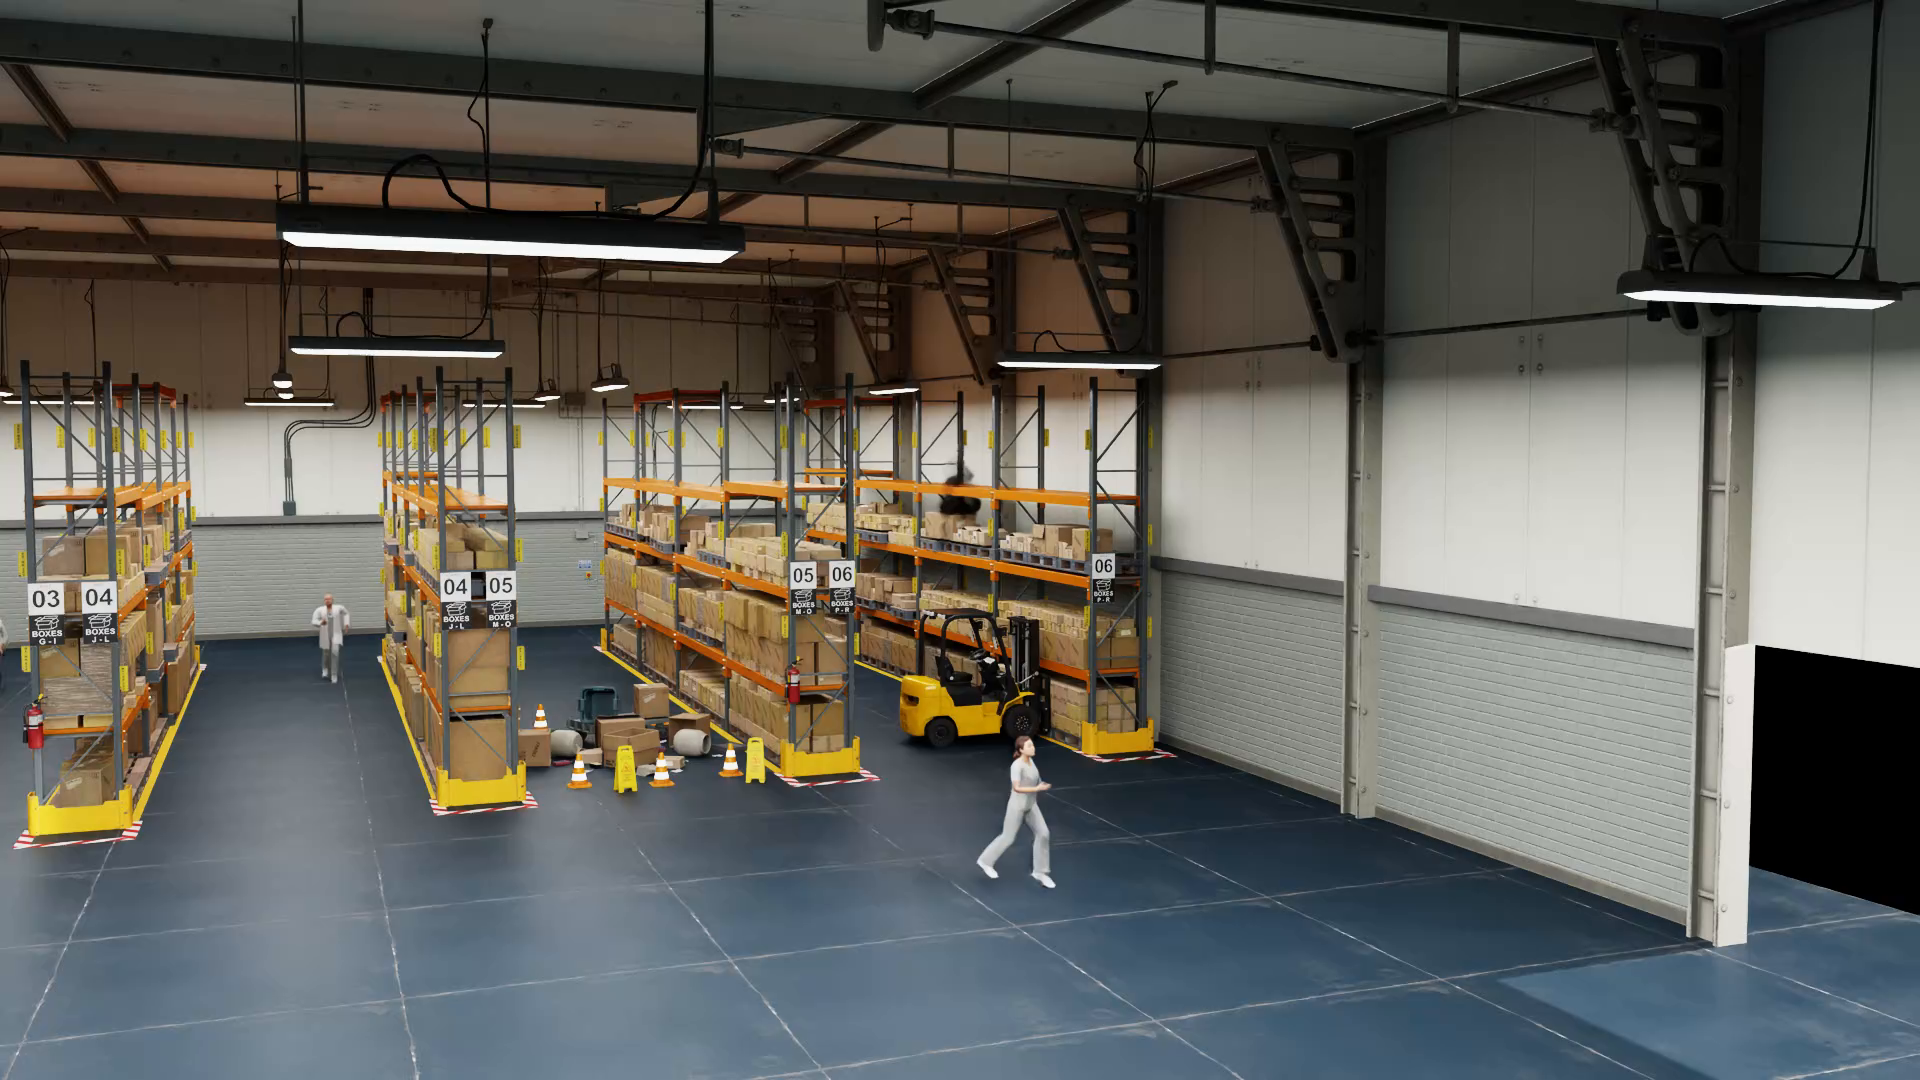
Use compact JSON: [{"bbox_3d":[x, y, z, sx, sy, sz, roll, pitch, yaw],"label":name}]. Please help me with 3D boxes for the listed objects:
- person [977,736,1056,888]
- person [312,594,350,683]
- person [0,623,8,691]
[{"bbox_3d":[0.655,3.039,18.748,0.915,1.707,0.574,2,4,32],"label":"person"},{"bbox_3d":[-13.100,2.028,34.647,0.729,1.824,0.997,-1,4,-18],"label":"person"},{"bbox_3d":[-18.938,2.191,32.431,0.655,1.746,0.625,-2,4,-32],"label":"person"}]
